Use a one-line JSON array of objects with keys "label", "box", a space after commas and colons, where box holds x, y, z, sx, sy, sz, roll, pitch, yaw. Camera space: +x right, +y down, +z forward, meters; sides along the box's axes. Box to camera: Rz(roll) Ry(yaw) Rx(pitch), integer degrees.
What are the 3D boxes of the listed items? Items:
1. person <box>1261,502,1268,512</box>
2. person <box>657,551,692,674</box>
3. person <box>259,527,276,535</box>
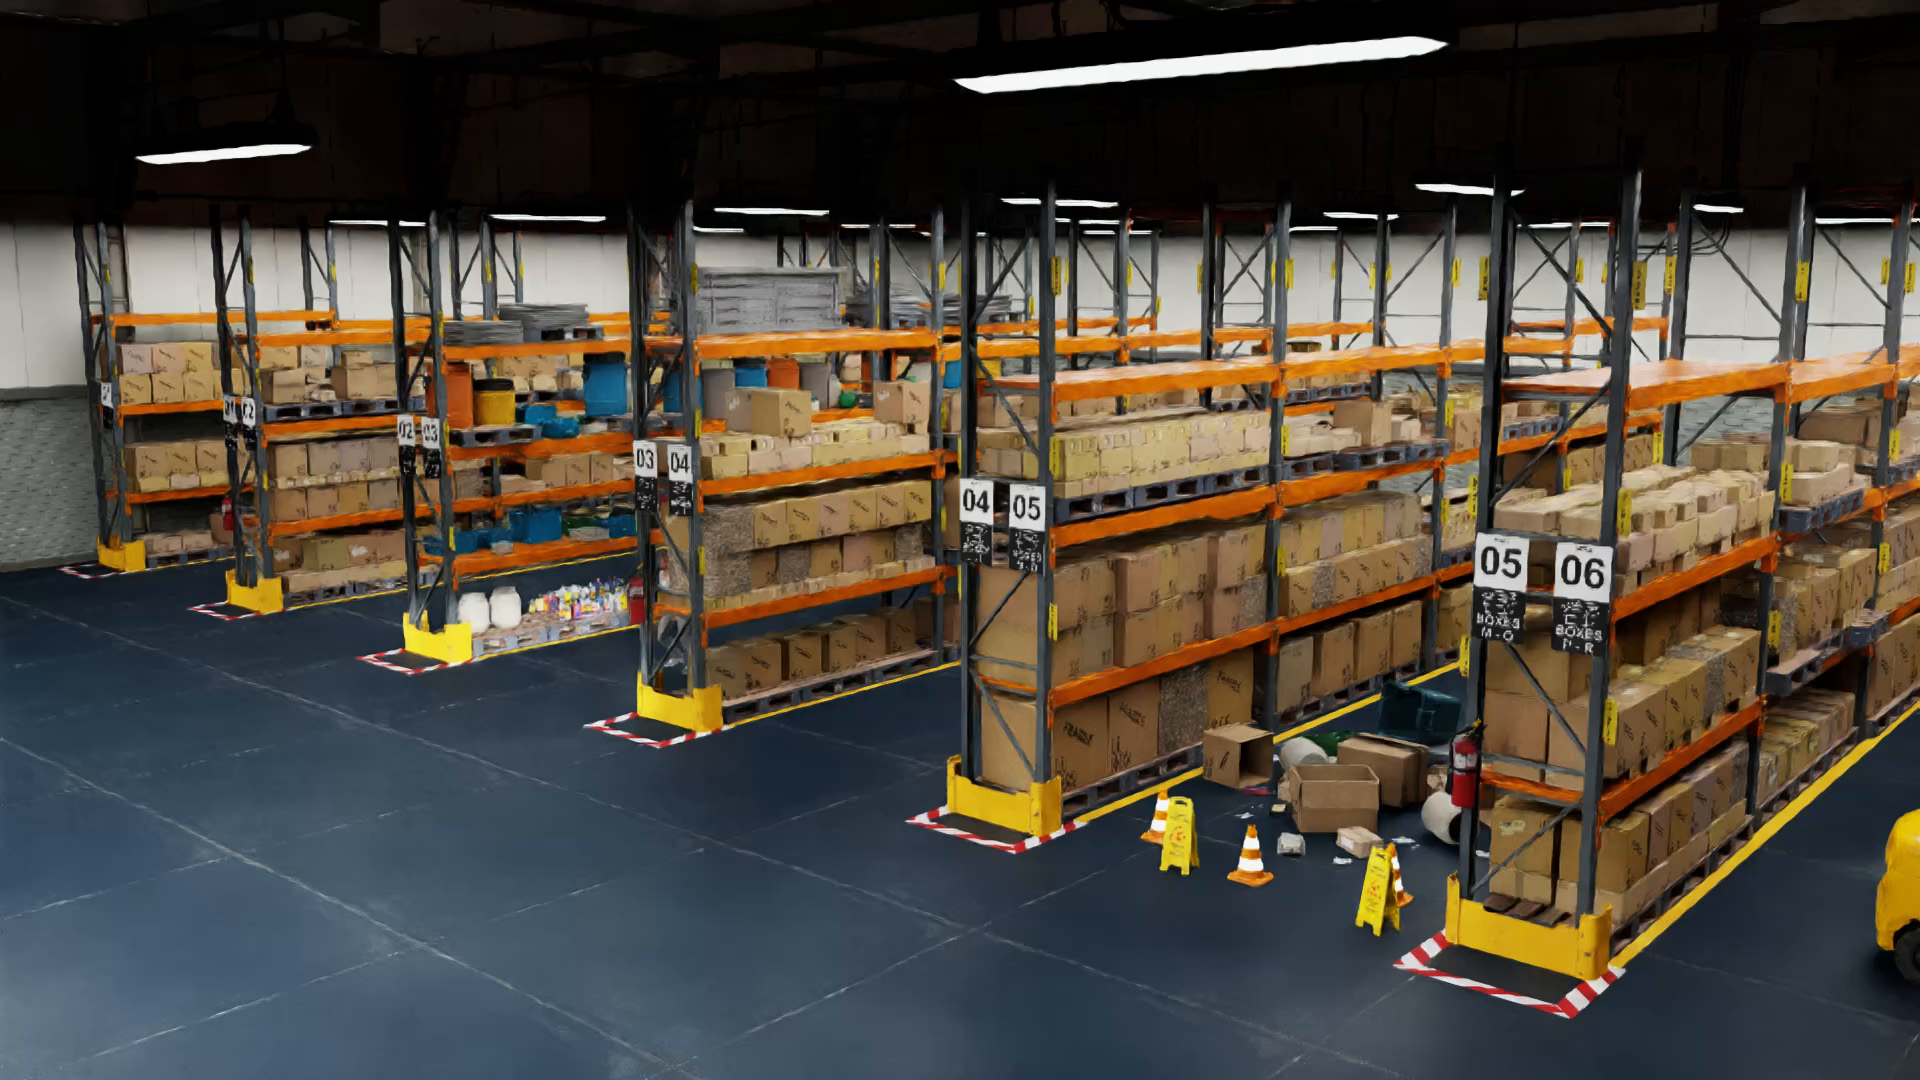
[{"label": "person", "box": [4.674, 0.205, 24.875, 0.457, 1.675, 0.531, 3, 10, 18]}, {"label": "person", "box": [-3.526, 0.889, 20.654, 0.566, 1.563, 0.494, 8, 12, 38]}, {"label": "person", "box": [-11.936, -0.351, 28.746, 0.453, 1.523, 0.878, 3, 10, 18]}]
